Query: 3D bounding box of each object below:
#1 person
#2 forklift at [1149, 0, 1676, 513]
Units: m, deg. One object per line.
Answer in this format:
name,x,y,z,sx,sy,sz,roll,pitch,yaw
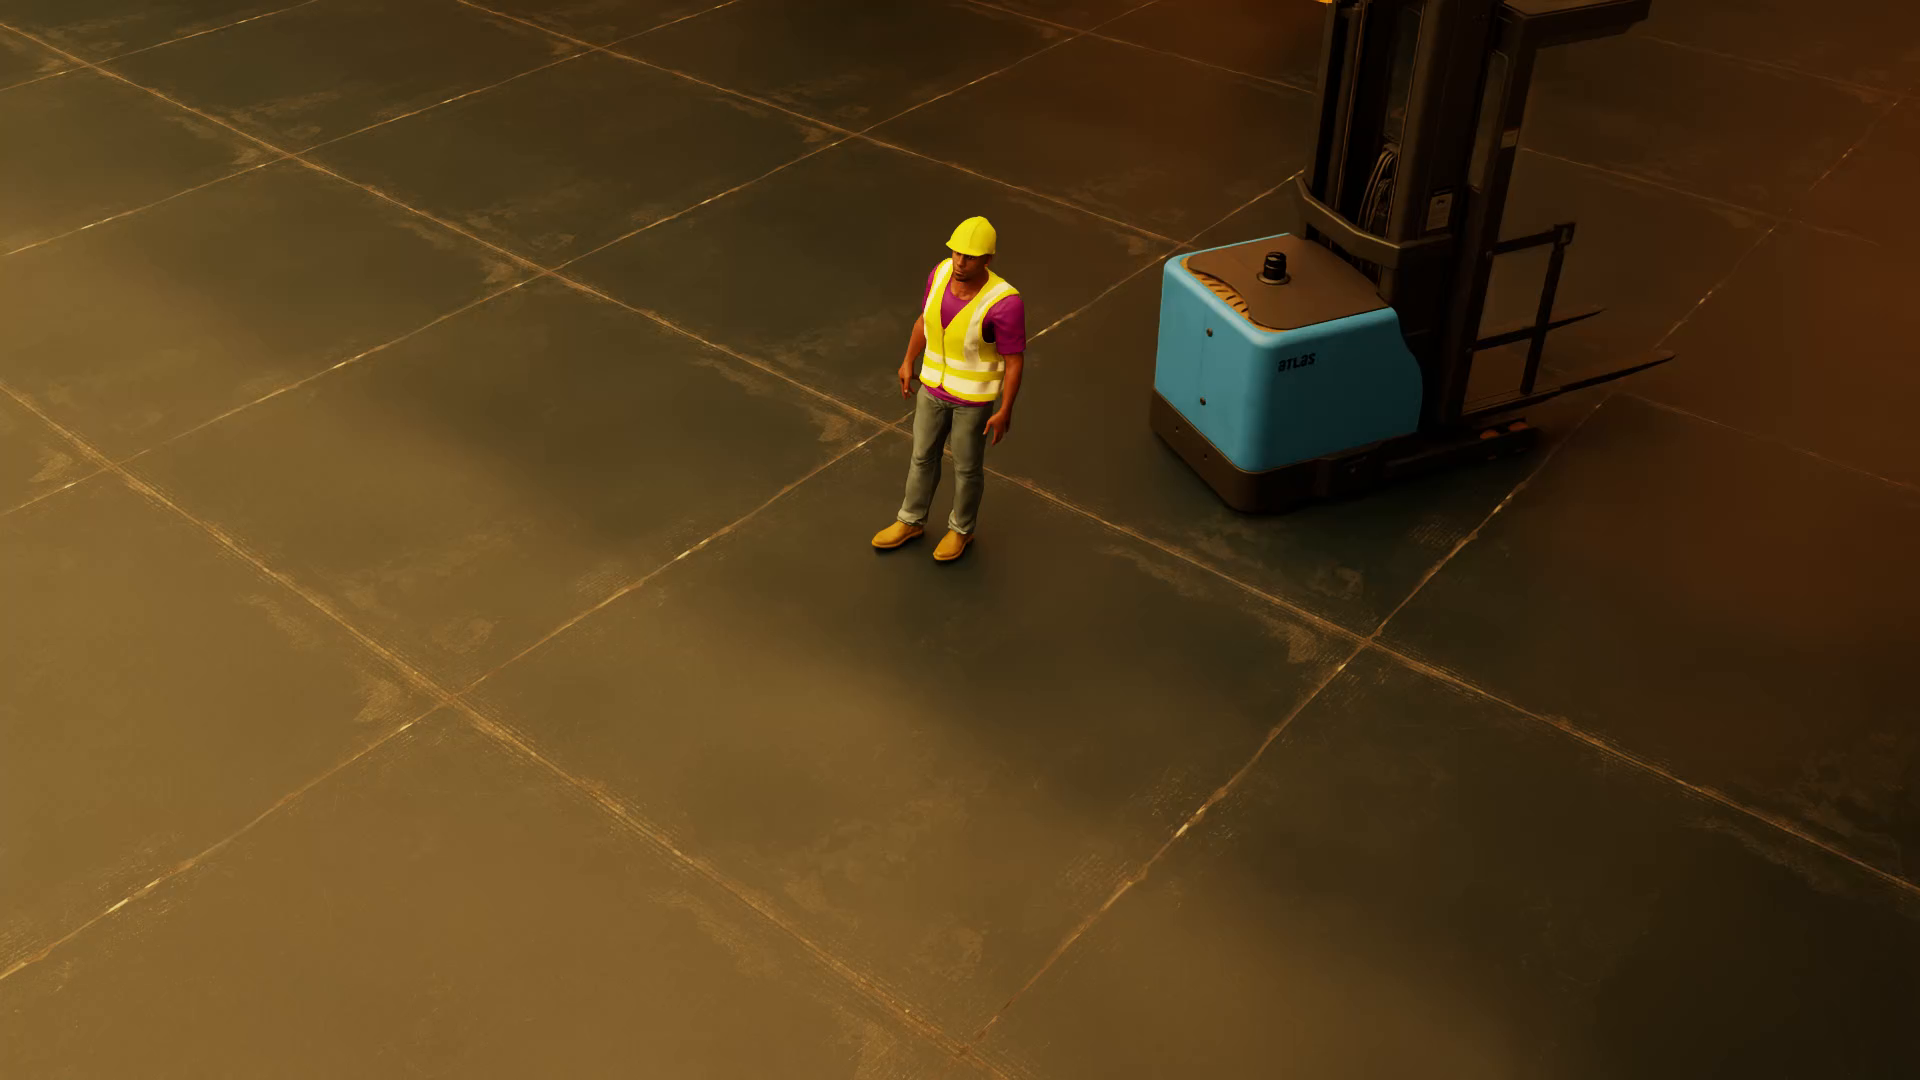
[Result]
person,-0.050,-0.690,7.944,0.665,1.768,0.571,26,43,31
forklift,2.618,-1.893,8.621,3.031,2.935,1.130,-15,38,-19
